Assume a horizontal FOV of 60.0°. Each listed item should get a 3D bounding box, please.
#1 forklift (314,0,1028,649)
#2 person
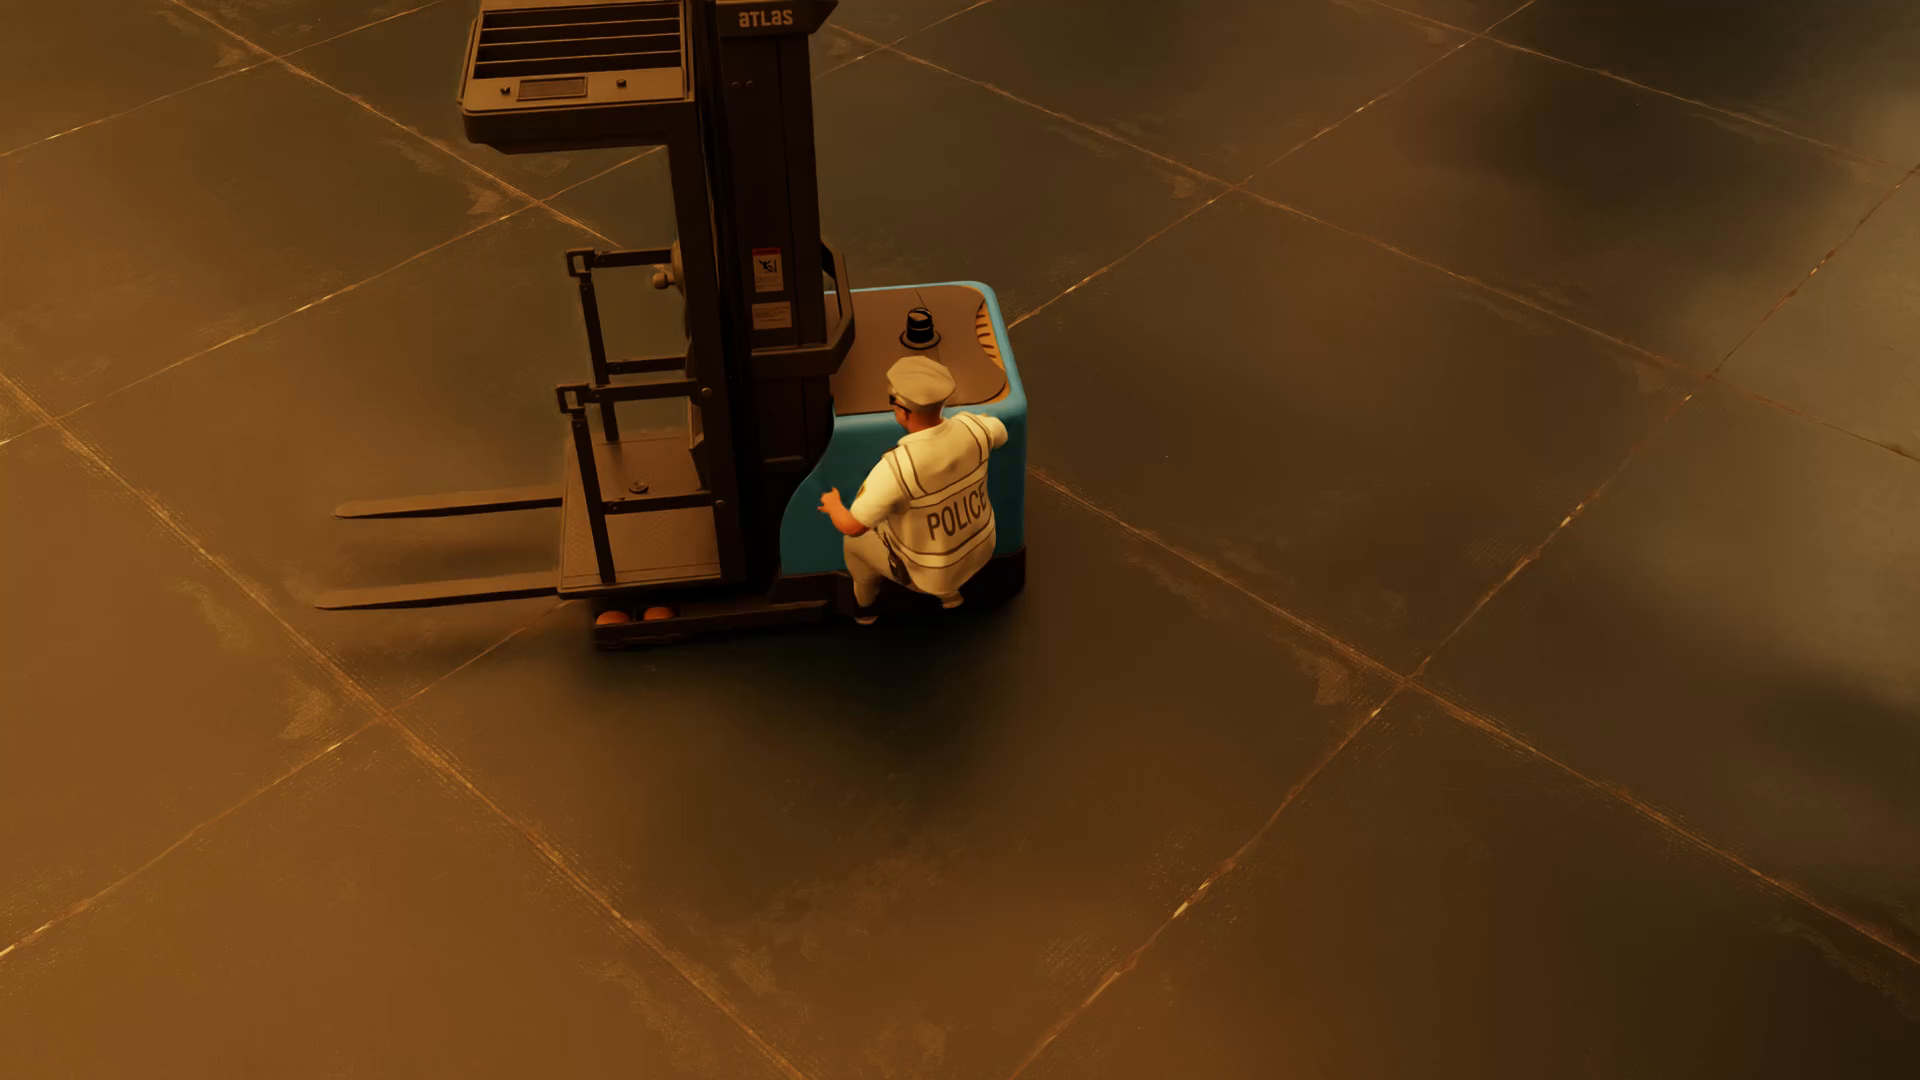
[{"bbox_3d":[-1.272,-1.014,6.611,3.031,2.935,1.130,-5,41,-6],"label":"forklift"},{"bbox_3d":[-0.264,-0.132,6.713,0.887,1.557,0.819,31,50,31],"label":"person"}]
